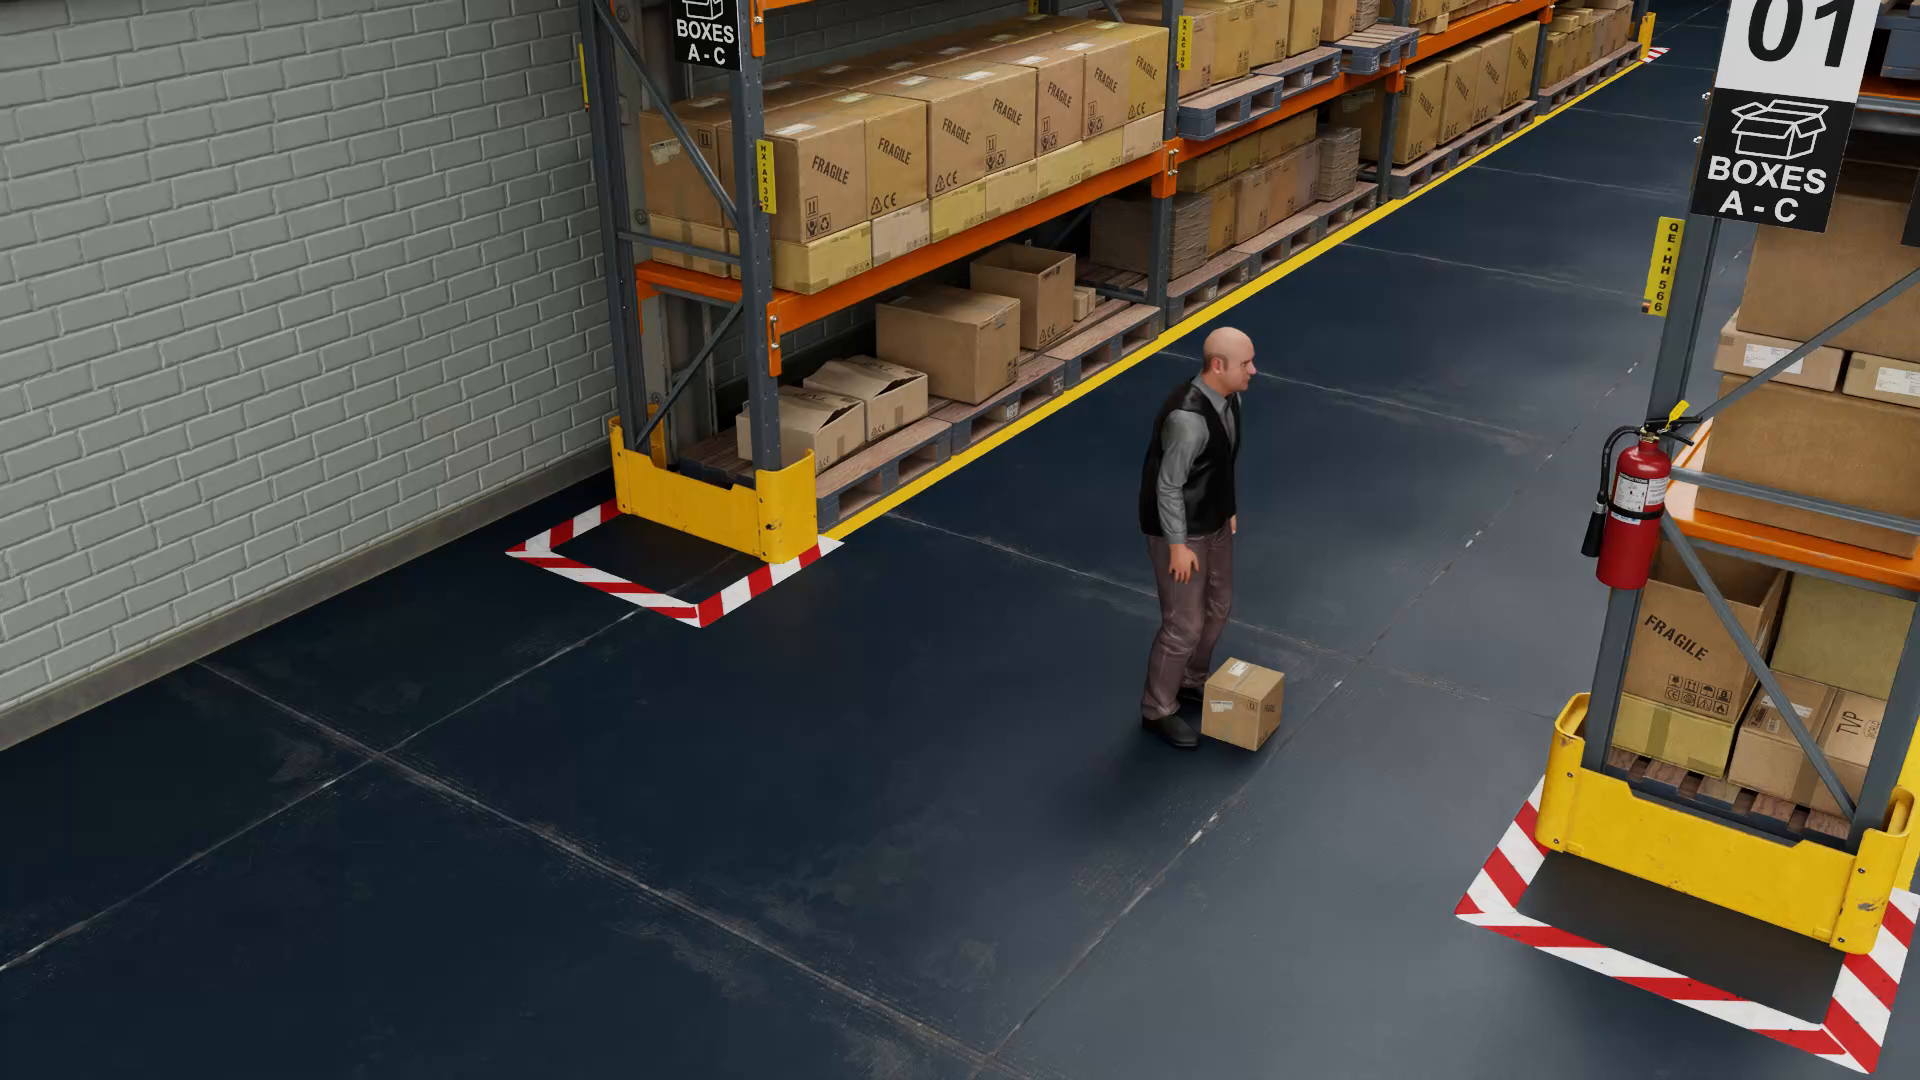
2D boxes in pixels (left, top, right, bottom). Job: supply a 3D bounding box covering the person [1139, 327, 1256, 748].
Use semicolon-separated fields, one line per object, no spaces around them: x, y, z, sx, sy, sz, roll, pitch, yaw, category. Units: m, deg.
0.945;-0.046;6.735;0.424;1.720;0.593;15;30;27;person
